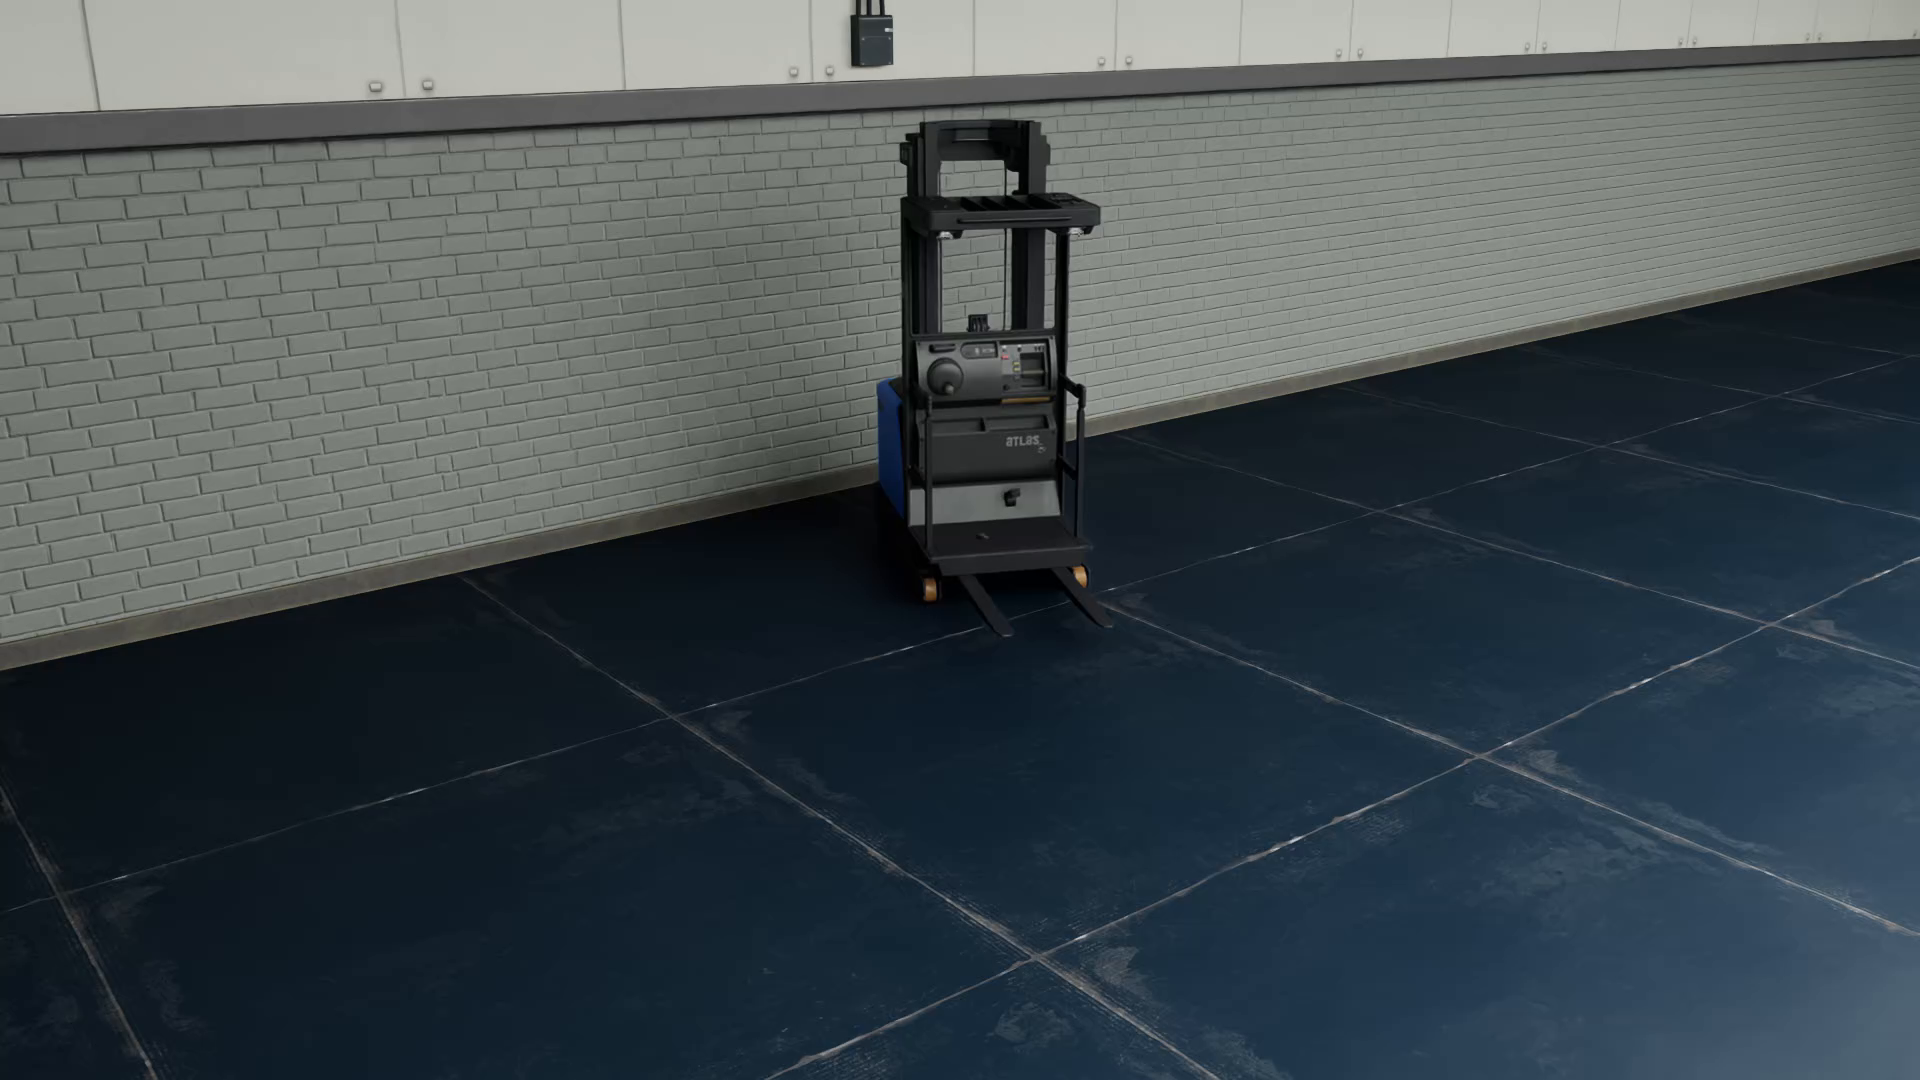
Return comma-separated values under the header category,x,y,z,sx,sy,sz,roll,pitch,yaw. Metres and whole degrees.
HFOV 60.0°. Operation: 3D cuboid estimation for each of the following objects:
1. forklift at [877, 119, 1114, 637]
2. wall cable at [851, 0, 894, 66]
category,x,y,z,sx,sy,sz,roll,pitch,yaw
forklift,0.223,-1.118,10.577,1.130,2.935,3.031,-4,19,-12
wall cable,0.153,-6.530,11.859,2.305,6.003,0.169,-14,23,-36
